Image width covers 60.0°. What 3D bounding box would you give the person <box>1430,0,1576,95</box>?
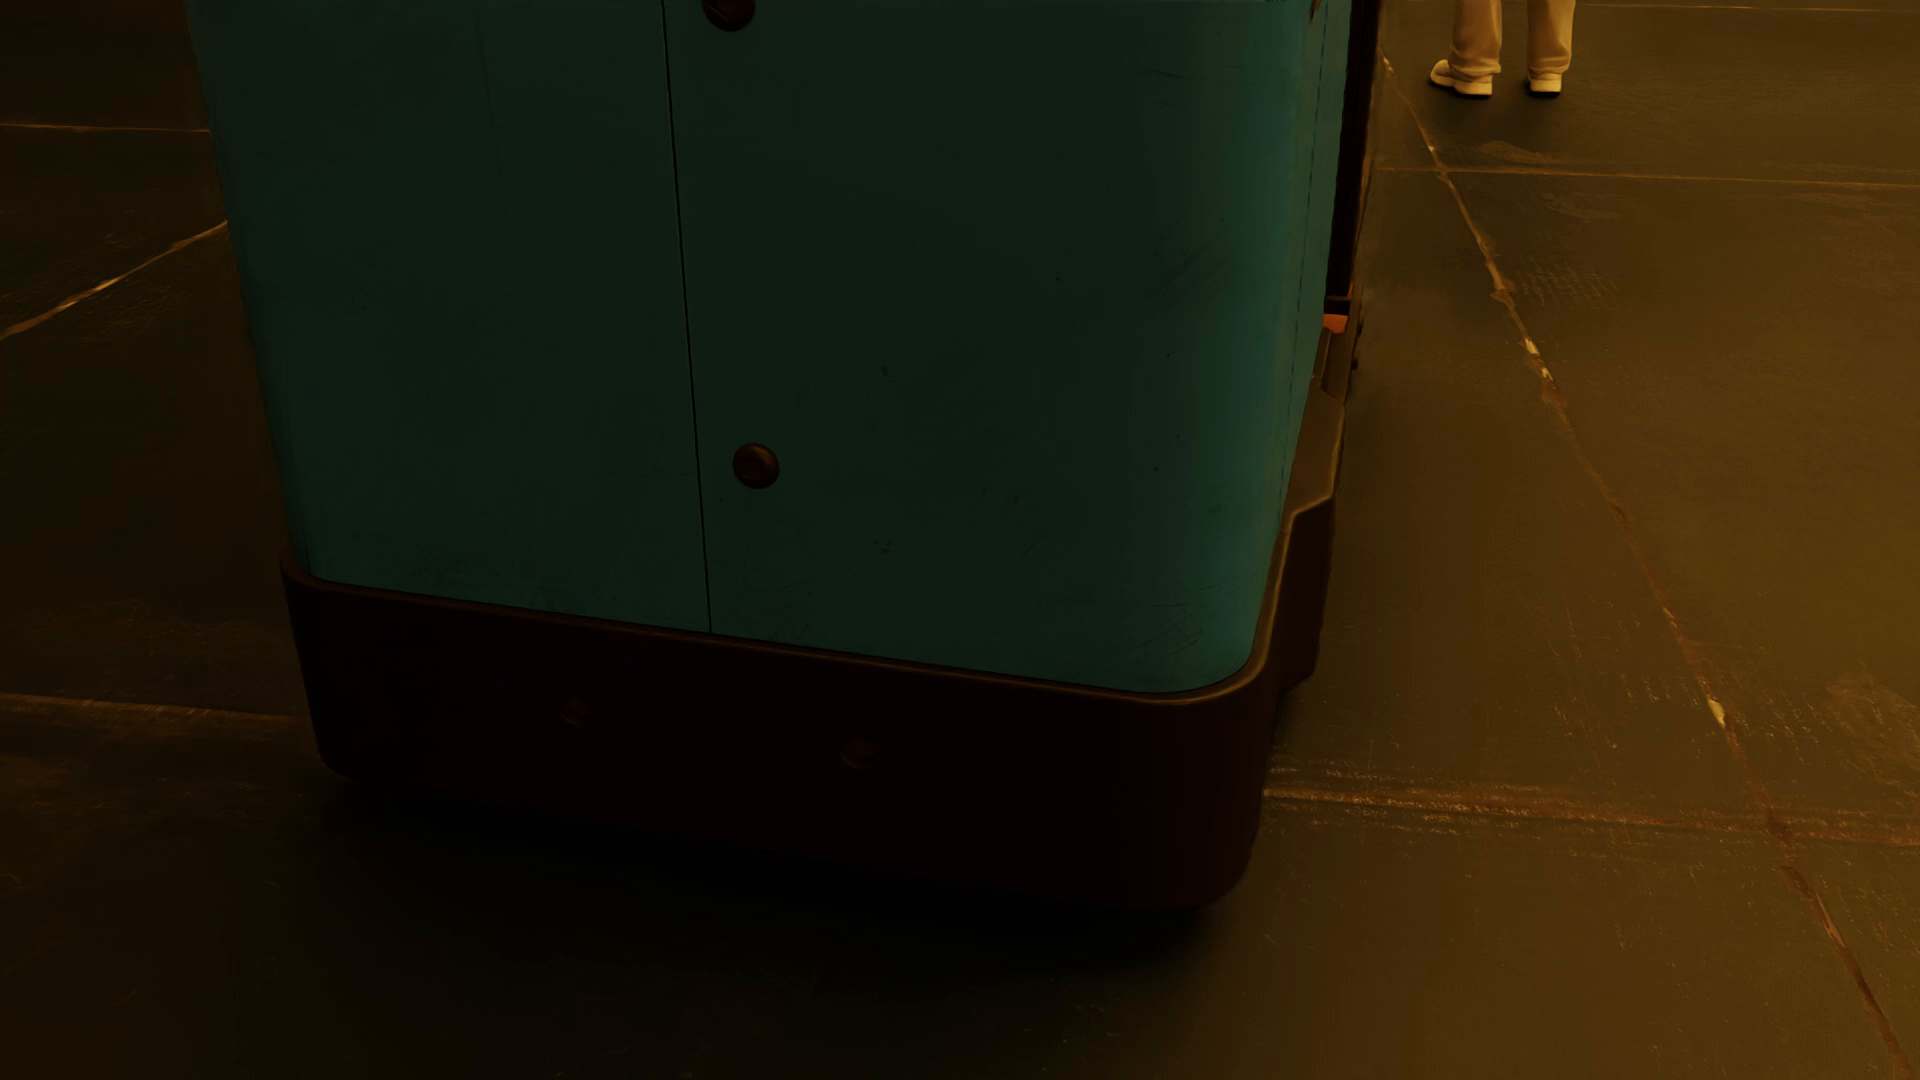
[{"bbox_3d":[1.707,-2.274,5.064,0.689,1.785,0.553,3,27,5],"label":"person"}]

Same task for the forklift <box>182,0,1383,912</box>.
[{"bbox_3d":[0.144,-1.588,2.400,1.130,2.935,3.031,7,27,13],"label":"forklift"}]
